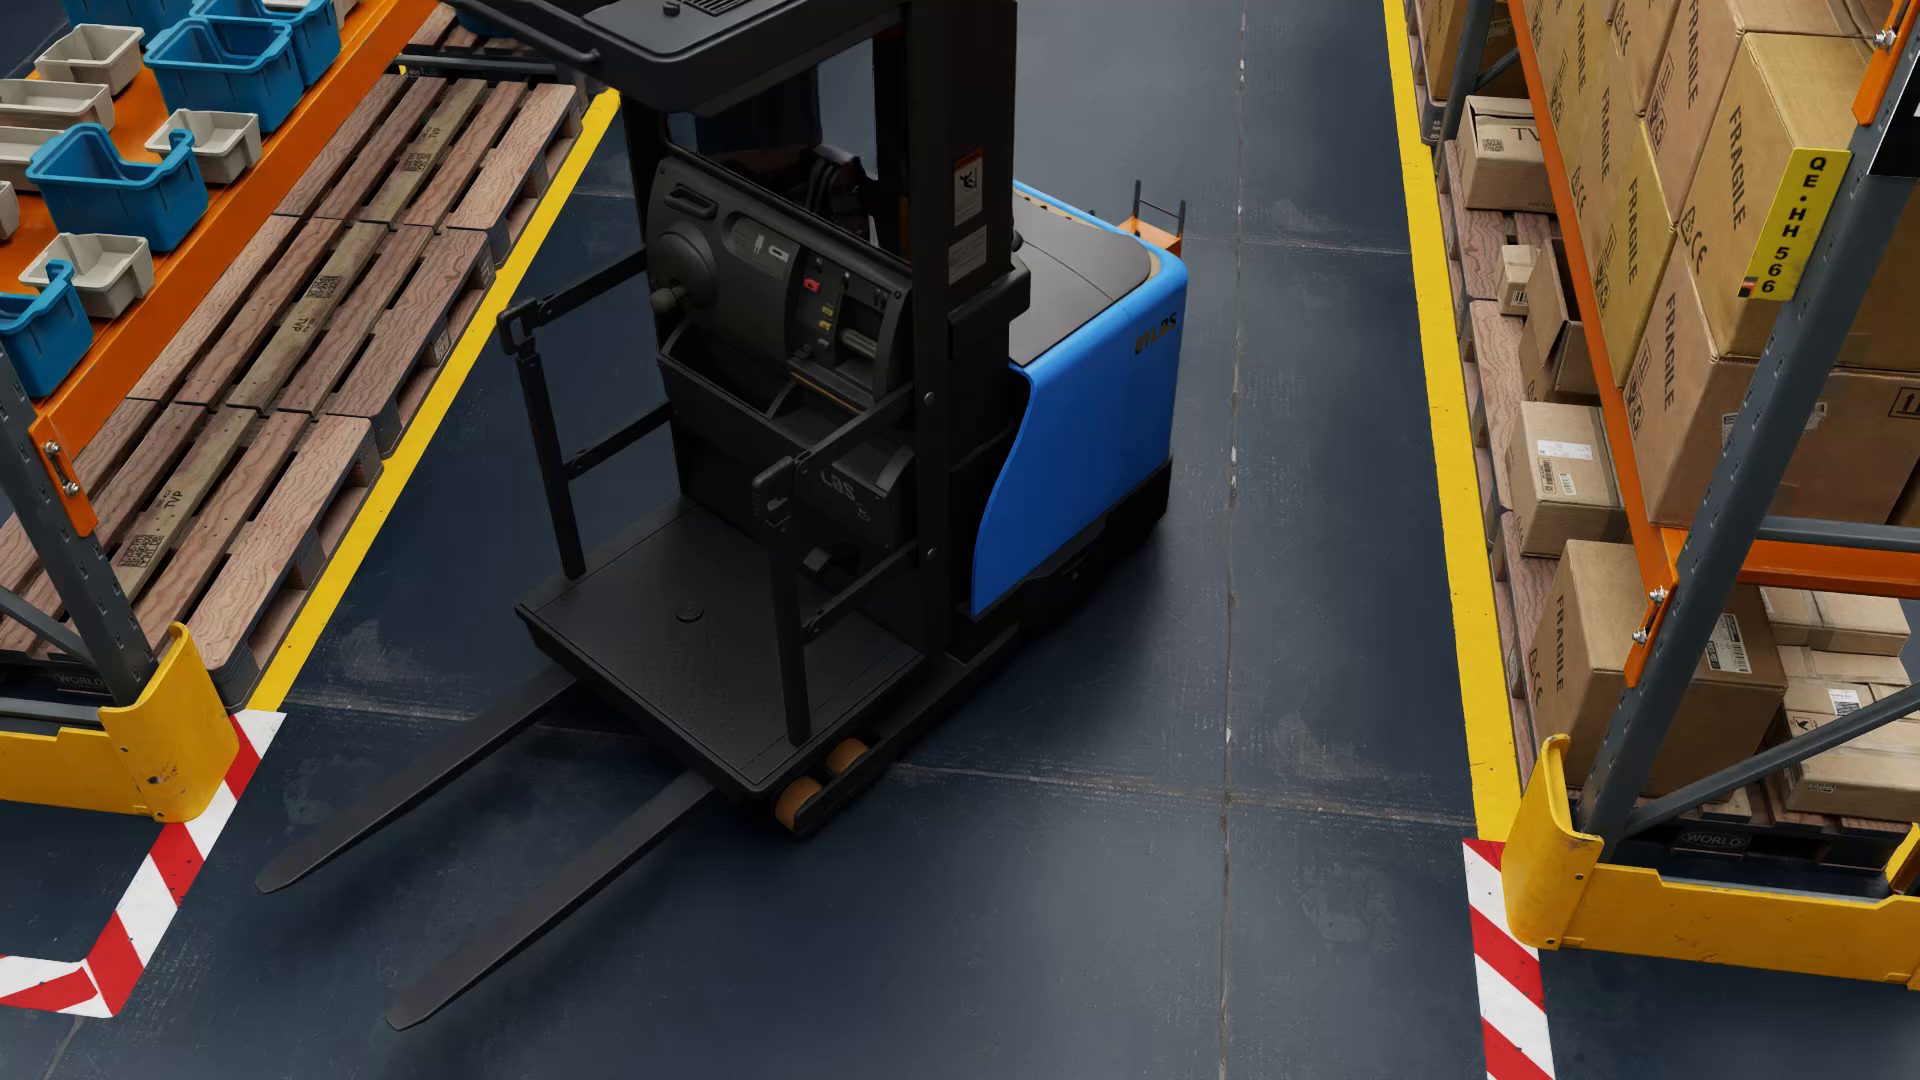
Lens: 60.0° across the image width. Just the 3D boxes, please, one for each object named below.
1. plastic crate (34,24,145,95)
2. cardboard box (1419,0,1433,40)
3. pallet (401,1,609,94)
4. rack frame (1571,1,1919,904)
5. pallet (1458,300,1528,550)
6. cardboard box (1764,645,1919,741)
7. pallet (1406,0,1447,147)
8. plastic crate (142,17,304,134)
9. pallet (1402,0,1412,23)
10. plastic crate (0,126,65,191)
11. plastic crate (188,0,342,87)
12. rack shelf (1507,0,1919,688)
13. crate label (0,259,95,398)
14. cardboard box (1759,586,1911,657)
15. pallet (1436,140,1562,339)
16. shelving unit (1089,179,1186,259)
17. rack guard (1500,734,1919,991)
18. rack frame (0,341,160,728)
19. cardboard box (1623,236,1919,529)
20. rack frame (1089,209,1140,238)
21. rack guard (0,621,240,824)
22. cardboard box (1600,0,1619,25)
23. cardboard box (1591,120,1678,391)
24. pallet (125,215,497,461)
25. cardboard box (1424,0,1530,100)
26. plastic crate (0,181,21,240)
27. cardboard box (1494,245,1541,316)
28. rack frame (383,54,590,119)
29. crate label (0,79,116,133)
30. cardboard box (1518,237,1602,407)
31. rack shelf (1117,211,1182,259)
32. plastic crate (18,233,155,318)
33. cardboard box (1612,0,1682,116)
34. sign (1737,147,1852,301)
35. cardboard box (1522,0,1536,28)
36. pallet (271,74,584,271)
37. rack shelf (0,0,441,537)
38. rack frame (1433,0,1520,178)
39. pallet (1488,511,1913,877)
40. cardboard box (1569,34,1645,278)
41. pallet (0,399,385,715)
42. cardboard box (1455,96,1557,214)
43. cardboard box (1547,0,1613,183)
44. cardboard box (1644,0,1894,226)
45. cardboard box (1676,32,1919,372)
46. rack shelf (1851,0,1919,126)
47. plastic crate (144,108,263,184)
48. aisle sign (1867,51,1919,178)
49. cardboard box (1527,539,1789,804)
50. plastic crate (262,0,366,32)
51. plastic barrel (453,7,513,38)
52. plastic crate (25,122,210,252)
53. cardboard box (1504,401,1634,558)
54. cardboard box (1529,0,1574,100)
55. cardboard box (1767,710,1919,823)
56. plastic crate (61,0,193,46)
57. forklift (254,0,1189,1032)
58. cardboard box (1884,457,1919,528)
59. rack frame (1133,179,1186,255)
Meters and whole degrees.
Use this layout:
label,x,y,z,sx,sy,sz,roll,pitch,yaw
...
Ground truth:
label,x,y,z,sx,sy,sz,roll,pitch,yaw
plastic crate,-2.788,-1.530,5.333,0.298,0.136,0.250,5,44,6
cardboard box,2.491,-2.664,7.880,0.500,0.500,0.500,5,44,6
pallet,-2.130,-2.676,8.423,1.003,0.211,1.213,5,44,6
rack frame,2.107,0.012,3.555,1.000,3.000,0.127,5,44,6
pallet,2.385,-0.399,6.018,1.003,0.211,1.213,5,44,6
cardboard box,2.536,0.457,4.826,0.380,0.166,0.250,5,44,6
pallet,2.706,-2.259,7.982,1.003,0.211,1.213,5,44,6
plastic crate,-2.269,-1.437,5.164,0.416,0.233,0.300,5,44,6
pallet,2.865,-3.093,8.863,1.003,0.211,1.213,5,44,6
plastic crate,-2.821,-1.135,4.915,0.396,0.136,0.243,5,44,6
plastic crate,-2.230,-1.642,5.380,0.416,0.233,0.300,5,44,6
rack shelf,2.372,-1.089,5.242,1.077,0.370,4.000,5,44,6
crate label,-2.443,-0.540,4.216,0.416,0.233,0.303,5,44,6
cardboard box,2.526,0.166,5.073,0.500,0.250,0.500,5,44,6
pallet,2.544,-1.233,6.899,1.003,0.211,1.213,5,44,6
shelving unit,0.575,-0.699,5.725,0.215,1.050,0.252,32,52,29
rack guard,2.117,0.868,4.469,1.175,0.500,0.348,5,44,6
rack frame,-2.802,-0.440,4.033,1.000,3.000,0.127,5,44,6
cardboard box,1.897,-0.354,3.869,0.500,0.500,0.500,6,44,7
rack frame,0.493,-0.637,5.659,0.200,1.050,0.008,32,52,29
rack guard,-2.793,0.485,4.874,1.175,0.500,0.348,5,44,6
cardboard box,2.091,-1.763,4.631,0.500,0.500,0.500,6,44,7
cardboard box,1.962,-0.708,4.243,0.500,0.500,0.500,6,44,6
pallet,-2.491,-0.815,6.458,1.003,0.211,1.213,5,44,6
cardboard box,2.417,-2.328,7.525,0.500,0.500,0.500,5,44,5
plastic crate,-2.874,-0.939,4.708,0.396,0.136,0.243,5,44,6
cardboard box,2.262,-0.988,6.352,0.380,0.166,0.250,5,44,6
rack frame,-2.273,-3.166,6.912,1.000,3.000,0.127,5,44,6
crate label,-2.809,-1.327,5.118,0.396,0.136,0.243,5,44,6
cardboard box,2.393,-0.686,5.789,0.797,0.503,0.637,5,44,6
rack shelf,0.575,-0.898,5.537,0.215,0.259,0.240,32,52,29
plastic crate,-2.319,-0.716,4.472,0.250,0.136,0.298,5,44,6
cardboard box,2.023,-1.413,4.261,0.500,0.500,0.500,6,44,7
sign,1.560,-0.587,3.116,0.100,0.325,0.005,5,44,6
cardboard box,2.234,-2.078,5.690,0.500,0.500,0.500,6,44,6
pallet,-2.332,-1.649,7.338,1.003,0.211,1.213,5,44,6
rack shelf,-2.538,-1.542,5.720,1.077,0.370,4.000,5,44,6
rack frame,2.636,-2.714,6.434,1.000,3.000,0.127,5,44,6
pallet,2.222,0.430,5.143,1.003,0.211,1.213,5,44,6
cardboard box,2.033,-1.047,4.602,0.500,0.500,0.500,6,44,6
pallet,-2.655,0.014,5.582,1.003,0.211,1.213,5,44,6
cardboard box,2.366,-1.631,6.926,0.500,0.311,0.500,5,44,6
cardboard box,2.100,-1.391,4.964,0.500,0.500,0.500,5,44,5
cardboard box,1.959,-1.060,3.887,0.500,0.500,0.500,6,44,7
cardboard box,1.893,-0.715,3.524,0.500,0.500,0.500,5,44,5
rack shelf,2.372,-2.179,4.211,1.077,0.370,4.000,5,44,6
plastic crate,-2.229,-1.178,4.961,0.250,0.136,0.298,5,44,6
aisle sign,1.794,-0.913,2.642,0.394,0.787,0.004,5,44,6
cardboard box,1.935,0.367,4.678,0.500,0.500,0.500,5,44,6
plastic crate,-2.206,-1.878,5.700,0.293,0.136,0.466,5,44,6
plastic barrel,-2.185,-2.926,7.879,0.600,0.901,0.708,5,44,6
plastic crate,-2.356,-0.988,4.690,0.416,0.233,0.300,5,44,6
cardboard box,2.090,-0.187,5.445,0.500,0.250,0.500,5,44,6
cardboard box,2.166,-1.737,5.330,0.500,0.500,0.500,5,44,5
cardboard box,2.503,0.634,4.653,0.380,0.149,0.250,5,44,6
plastic crate,-2.785,-1.824,5.573,0.416,0.233,0.300,5,44,6
forklift,-0.638,-0.608,4.260,1.130,2.935,3.031,32,52,29
cardboard box,2.427,-0.302,3.815,0.500,0.500,0.500,6,44,6
rack frame,0.656,-0.762,5.791,0.200,1.050,0.008,32,52,29
